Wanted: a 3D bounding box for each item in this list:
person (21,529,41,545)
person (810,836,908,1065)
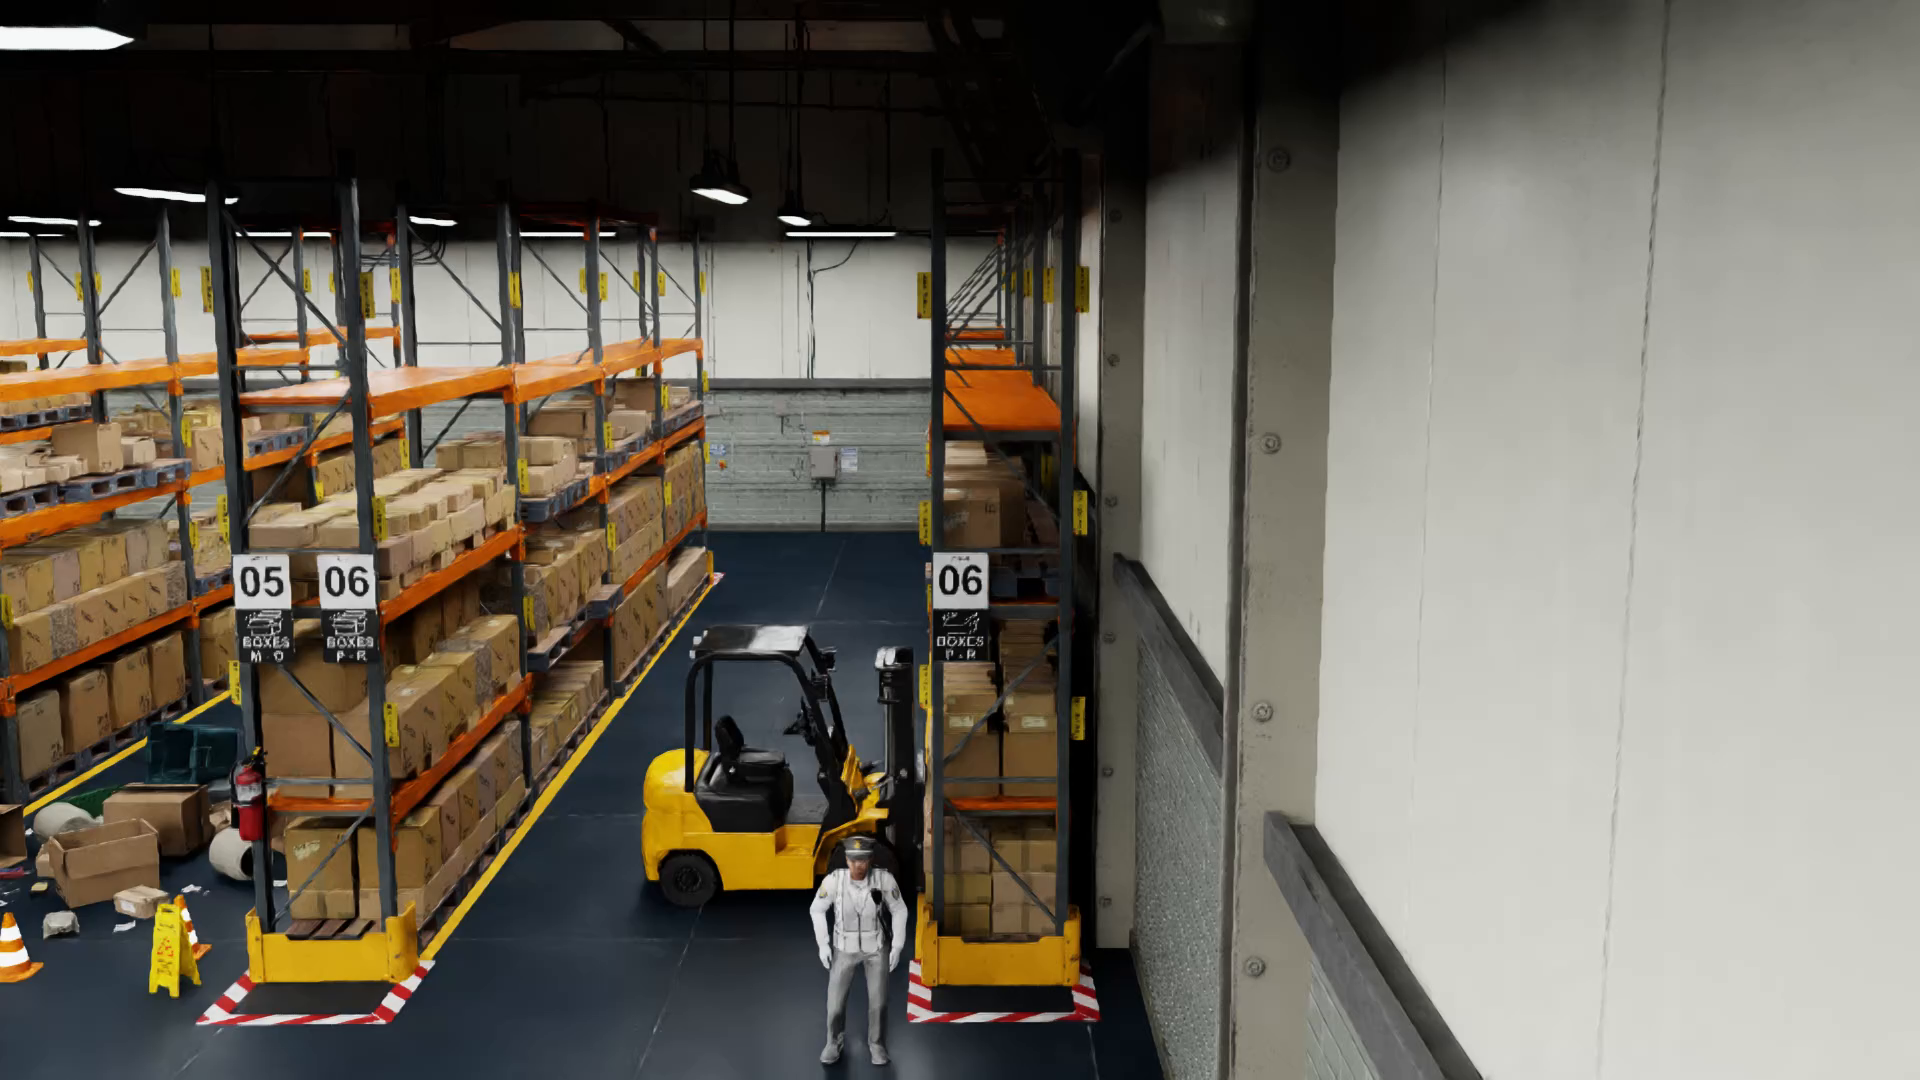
[{"bbox_3d":[-12.843,0.608,23.214,0.598,1.698,1.193,0,9,2],"label":"person"},{"bbox_3d":[-0.655,2.658,10.840,0.639,1.632,0.512,0,9,-2],"label":"person"}]
